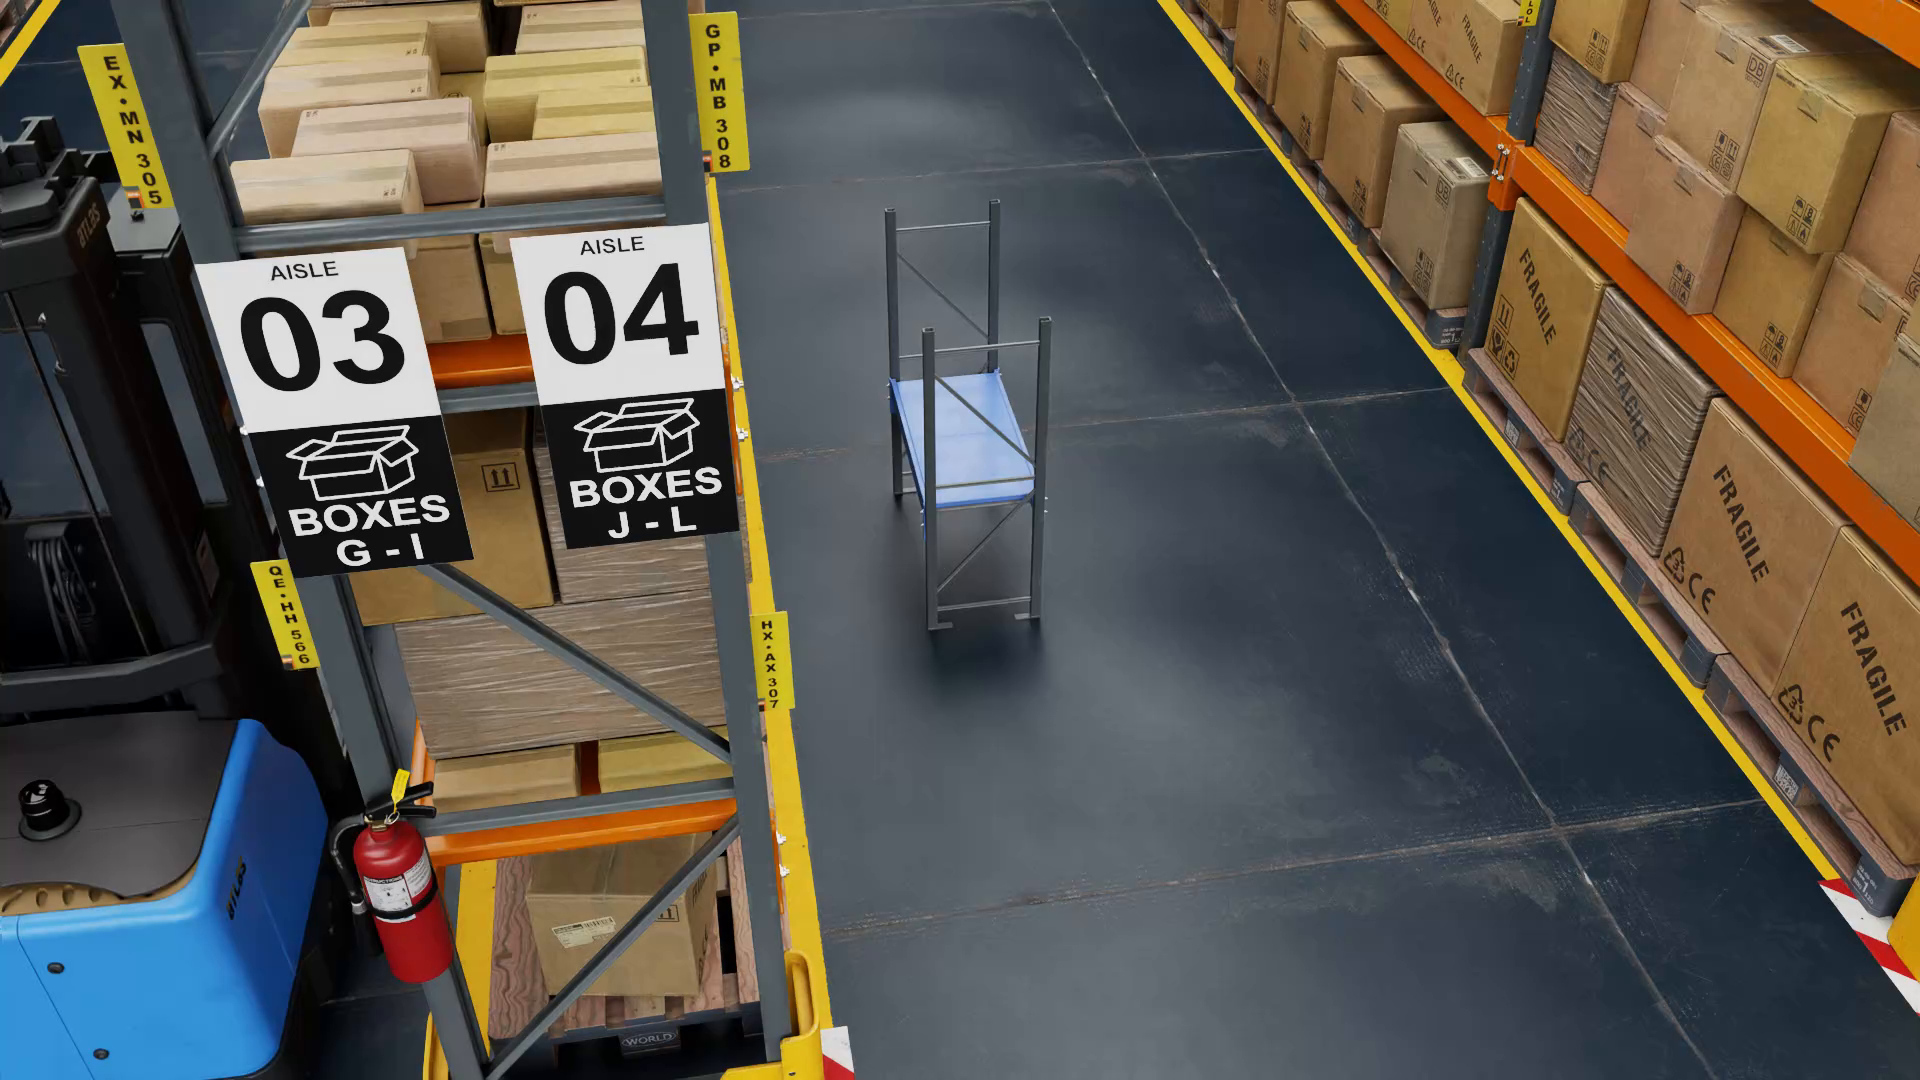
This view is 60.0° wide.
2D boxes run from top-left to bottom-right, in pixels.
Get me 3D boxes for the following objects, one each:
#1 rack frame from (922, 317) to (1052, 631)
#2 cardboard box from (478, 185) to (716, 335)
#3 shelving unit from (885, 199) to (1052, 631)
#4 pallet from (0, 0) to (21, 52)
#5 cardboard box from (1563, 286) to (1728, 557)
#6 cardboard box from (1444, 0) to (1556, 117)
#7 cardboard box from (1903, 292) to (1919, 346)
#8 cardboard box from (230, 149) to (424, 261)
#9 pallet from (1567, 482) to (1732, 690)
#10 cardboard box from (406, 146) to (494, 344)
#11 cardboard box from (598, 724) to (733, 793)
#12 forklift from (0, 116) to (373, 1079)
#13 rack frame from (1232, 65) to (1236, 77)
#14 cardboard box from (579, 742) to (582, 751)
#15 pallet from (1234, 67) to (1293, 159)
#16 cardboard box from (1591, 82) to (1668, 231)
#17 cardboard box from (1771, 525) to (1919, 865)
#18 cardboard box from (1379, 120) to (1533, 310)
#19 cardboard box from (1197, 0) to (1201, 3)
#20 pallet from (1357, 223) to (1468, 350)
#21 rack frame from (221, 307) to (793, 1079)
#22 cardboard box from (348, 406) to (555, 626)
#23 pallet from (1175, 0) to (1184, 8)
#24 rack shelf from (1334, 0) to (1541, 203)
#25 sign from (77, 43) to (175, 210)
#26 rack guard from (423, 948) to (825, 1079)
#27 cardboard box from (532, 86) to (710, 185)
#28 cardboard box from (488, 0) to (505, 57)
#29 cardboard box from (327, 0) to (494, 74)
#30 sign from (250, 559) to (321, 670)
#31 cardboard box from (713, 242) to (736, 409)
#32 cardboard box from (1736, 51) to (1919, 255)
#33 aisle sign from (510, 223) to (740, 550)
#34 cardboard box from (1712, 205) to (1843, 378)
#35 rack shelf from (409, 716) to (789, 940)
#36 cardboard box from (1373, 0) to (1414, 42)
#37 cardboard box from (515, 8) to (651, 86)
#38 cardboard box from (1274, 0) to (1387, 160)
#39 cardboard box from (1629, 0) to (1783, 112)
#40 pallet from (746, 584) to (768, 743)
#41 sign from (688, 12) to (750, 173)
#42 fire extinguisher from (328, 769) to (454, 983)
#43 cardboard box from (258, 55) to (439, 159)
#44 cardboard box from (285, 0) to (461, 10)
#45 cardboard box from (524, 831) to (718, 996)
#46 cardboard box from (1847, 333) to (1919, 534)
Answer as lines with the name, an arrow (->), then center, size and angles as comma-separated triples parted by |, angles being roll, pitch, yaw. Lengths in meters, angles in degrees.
rack frame -> 0.104, -0.234, 6.828 | 0.500, 1.500, 0.032 | -6, 38, -8
cardboard box -> -0.841, -0.733, 3.926 | 0.500, 0.250, 0.500 | -5, 38, -7
shelving unit -> 0.015, -0.541, 7.224 | 0.538, 1.500, 1.048 | -6, 38, -8
pallet -> -7.679, -3.694, 12.333 | 1.003, 0.211, 1.213 | -6, 38, -8
cardboard box -> 3.392, -0.573, 7.432 | 0.875, 0.875, 0.875 | -6, 38, -8
cardboard box -> 2.834, -2.504, 8.446 | 0.500, 0.500, 0.500 | -6, 38, -8
cardboard box -> 3.676, -0.798, 5.330 | 0.875, 0.550, 0.550 | -6, 38, -8
cardboard box -> -1.367, -0.706, 3.566 | 0.380, 0.149, 0.250 | -6, 38, -8
pallet -> 3.462, 0.130, 7.411 | 1.003, 0.211, 1.213 | -6, 38, -8
cardboard box -> -1.345, -0.678, 3.856 | 0.500, 0.250, 0.500 | -5, 38, -7
cardboard box -> -0.826, 0.612, 4.722 | 0.380, 0.149, 0.250 | -6, 38, -8
forklift -> -2.827, -0.140, 5.541 | 1.130, 2.935, 3.031 | -5, 38, -6
rack frame -> 2.487, -4.594, 11.218 | 1.000, 3.000, 0.127 | -6, 38, -8
cardboard box -> -1.307, 0.509, 4.855 | 0.380, 0.149, 0.250 | -6, 38, -8
pallet -> 2.552, -3.008, 11.450 | 1.003, 0.211, 1.213 | -6, 38, -8
cardboard box -> 3.384, -1.686, 7.352 | 0.875, 0.550, 0.550 | -6, 38, -8
cardboard box -> 3.706, 0.509, 6.039 | 0.875, 0.875, 0.875 | -6, 38, -8
cardboard box -> 2.991, -1.820, 9.140 | 1.050, 0.750, 0.750 | -6, 38, -8
cardboard box -> 2.027, -4.456, 12.736 | 0.500, 0.500, 0.500 | -5, 38, -6
pallet -> 2.979, -1.534, 9.553 | 1.003, 0.211, 1.213 | -6, 38, -8
rack frame -> -1.011, 0.711, 4.390 | 1.000, 3.000, 0.127 | -6, 38, -8
cardboard box -> -1.351, -0.147, 4.355 | 0.500, 0.500, 0.500 | -6, 38, -8
pallet -> 2.141, -4.700, 13.628 | 1.003, 0.211, 1.213 | -6, 38, -8
rack shelf -> 2.838, -3.102, 9.884 | 1.077, 0.370, 4.000 | -6, 38, -8
sign -> -1.561, -0.776, 3.137 | 0.100, 0.325, 0.005 | -6, 38, -8
rack guard -> -1.024, 1.652, 5.216 | 1.175, 0.500, 0.348 | -6, 38, -8
cardboard box -> -0.782, -0.930, 3.855 | 0.380, 0.149, 0.250 | -5, 38, -7
cardboard box -> -1.517, -1.290, 4.643 | 0.500, 0.250, 0.500 | -5, 38, -7
cardboard box -> -1.441, -1.341, 4.384 | 0.380, 0.149, 0.250 | -6, 38, -7
sign -> -1.561, 0.176, 3.877 | 0.100, 0.325, 0.005 | -6, 38, -8
cardboard box -> -0.920, -0.505, 4.817 | 0.500, 0.500, 0.500 | -6, 38, -8
cardboard box -> 3.490, -1.457, 6.178 | 0.875, 0.550, 0.500 | -6, 38, -8
aisle sign -> -0.705, -0.311, 3.586 | 0.394, 0.787, 0.004 | -6, 38, -8
cardboard box -> 3.554, -1.037, 6.518 | 0.875, 0.550, 0.500 | -6, 38, -8
rack shelf -> -1.361, -0.213, 6.166 | 1.077, 0.370, 4.000 | -6, 38, -8
cardboard box -> 2.657, -3.114, 9.232 | 0.500, 0.500, 0.500 | -6, 38, -7
cardboard box -> -0.925, -1.242, 4.256 | 0.380, 0.149, 0.250 | -5, 38, -6
cardboard box -> 2.662, -2.966, 10.614 | 1.050, 0.750, 0.750 | -6, 38, -7
cardboard box -> 3.430, -2.117, 7.028 | 0.875, 0.550, 0.550 | -6, 38, -8
pallet -> -1.342, 0.536, 6.888 | 1.003, 0.211, 1.213 | -6, 38, -8
sign -> -0.477, -0.877, 3.277 | 0.100, 0.325, 0.005 | -6, 38, -8
fire extinguisher -> -1.444, 0.860, 4.261 | 0.296, 0.674, 0.183 | -6, 38, -8
cardboard box -> -1.453, -1.029, 3.982 | 0.380, 0.149, 0.250 | -8, 39, -10
cardboard box -> -1.532, -1.737, 4.365 | 0.500, 0.500, 0.500 | -6, 38, -8
cardboard box -> -1.104, 1.153, 5.516 | 0.500, 0.500, 0.500 | 0, 38, 1
cardboard box -> 3.662, -0.370, 5.659 | 0.875, 0.550, 0.550 | -6, 38, -8
